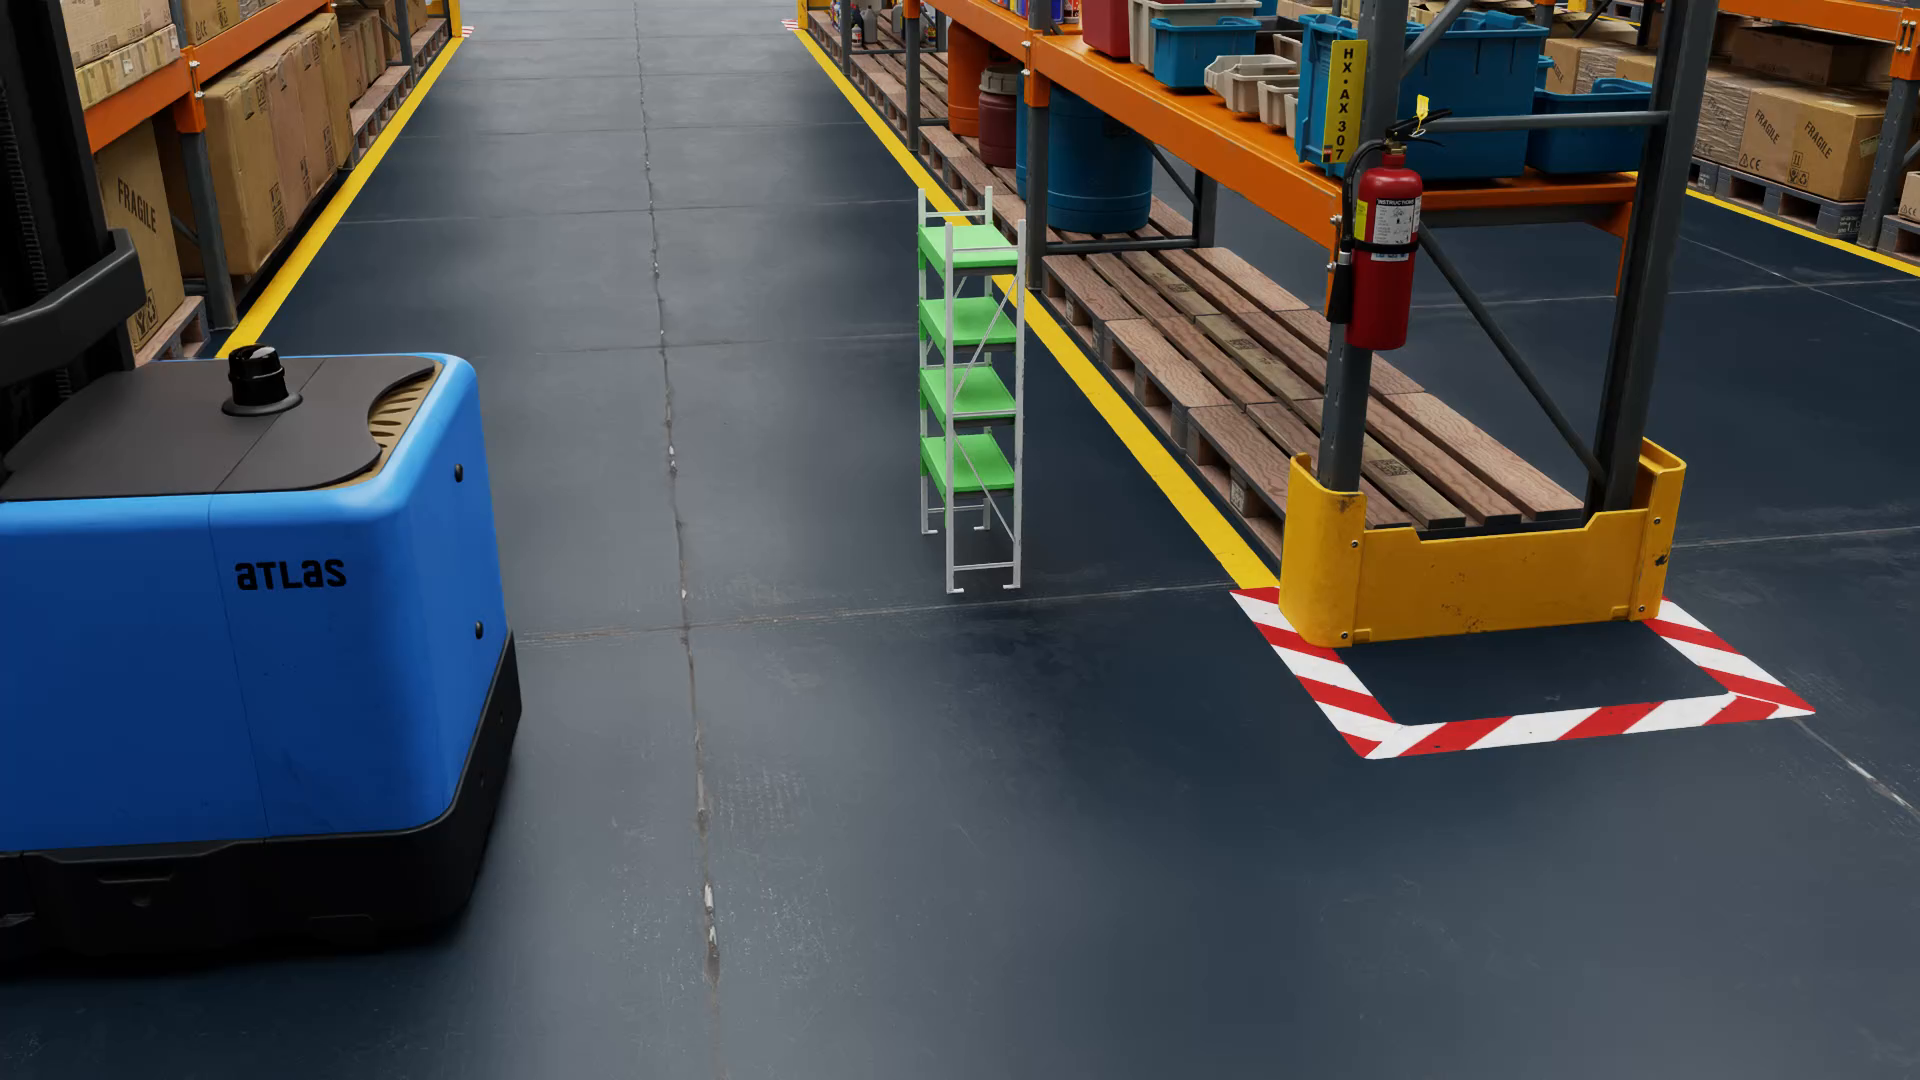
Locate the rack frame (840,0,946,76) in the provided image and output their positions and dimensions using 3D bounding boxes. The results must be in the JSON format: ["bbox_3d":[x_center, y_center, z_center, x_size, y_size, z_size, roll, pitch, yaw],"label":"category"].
[{"bbox_3d":[-0.634,-5.884,15.474,1.000,3.000,0.127,-4,24,-10],"label":"rack frame"}]

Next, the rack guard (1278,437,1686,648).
[{"bbox_3d":[1.602,-0.010,5.148,1.175,0.500,0.348,-4,24,-10],"label":"rack guard"}]

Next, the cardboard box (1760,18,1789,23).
[{"bbox_3d":[8.973,-5.728,18.109,0.380,0.166,0.250,-8,25,-17],"label":"cardboard box"}]

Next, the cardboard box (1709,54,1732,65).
[{"bbox_3d":[5.473,-3.178,11.851,0.500,0.500,0.500,-5,24,-12],"label":"cardboard box"}]

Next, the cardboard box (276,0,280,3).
[{"bbox_3d":[-4.242,-3.413,9.693,0.500,0.500,0.500,-5,24,-11],"label":"cardboard box"}]

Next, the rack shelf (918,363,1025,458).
[{"bbox_3d":[0.031,-0.426,5.386,0.258,0.148,0.480,-4,24,-10],"label":"rack shelf"}]

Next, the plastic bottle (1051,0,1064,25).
[{"bbox_3d":[0.454,-2.811,8.594,0.152,0.276,0.135,-4,24,-10],"label":"plastic bottle"}]

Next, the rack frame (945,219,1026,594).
[{"bbox_3d":[0.076,-0.389,5.141,0.240,1.200,0.015,-4,24,-10],"label":"rack frame"}]

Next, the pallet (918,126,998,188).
[{"bbox_3d":[0.292,-2.726,11.727,1.003,0.211,1.213,-4,24,-10],"label":"pallet"}]

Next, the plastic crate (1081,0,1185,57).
[{"bbox_3d":[0.763,-2.424,7.398,0.402,0.464,0.583,-4,24,-10],"label":"plastic crate"}]

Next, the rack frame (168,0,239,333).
[{"bbox_3d":[-4.023,-2.371,7.430,1.000,3.000,0.127,-4,24,-10],"label":"rack frame"}]

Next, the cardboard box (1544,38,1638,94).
[{"bbox_3d":[4.777,-3.531,12.662,0.500,0.500,0.500,-3,24,-7],"label":"cardboard box"}]

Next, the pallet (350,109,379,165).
[{"bbox_3d":[-4.905,-2.973,12.294,1.003,0.211,1.213,-4,24,-10],"label":"pallet"}]

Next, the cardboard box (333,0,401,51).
[{"bbox_3d":[-5.650,-4.949,15.933,0.500,0.500,0.500,3,24,7],"label":"cardboard box"}]

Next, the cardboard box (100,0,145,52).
[{"bbox_3d":[-3.585,-2.080,6.582,0.500,0.250,0.500,-4,24,-8],"label":"cardboard box"}]

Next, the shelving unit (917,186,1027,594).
[{"bbox_3d":[0.031,-0.485,5.361,0.258,1.200,0.503,-4,24,-10],"label":"shelving unit"}]

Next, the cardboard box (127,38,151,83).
[{"bbox_3d":[-3.549,-1.957,6.798,0.380,0.149,0.250,-5,24,-11],"label":"cardboard box"}]

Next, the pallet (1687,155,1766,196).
[{"bbox_3d":[5.297,-2.622,11.491,1.003,0.211,1.213,-4,24,-10],"label":"pallet"}]

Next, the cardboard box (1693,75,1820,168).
[{"bbox_3d":[5.165,-2.724,10.812,0.500,0.500,0.500,-4,24,-9],"label":"cardboard box"}]

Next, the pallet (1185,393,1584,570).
[{"bbox_3d":[1.470,-0.213,5.974,1.003,0.211,1.213,-4,24,-10],"label":"pallet"}]

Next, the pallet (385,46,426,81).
[{"bbox_3d":[-5.661,-4.501,15.792,1.003,0.211,1.213,-4,24,-10],"label":"pallet"}]

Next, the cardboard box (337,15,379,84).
[{"bbox_3d":[-5.340,-4.141,14.058,0.700,0.500,0.500,-4,24,-10],"label":"cardboard box"}]

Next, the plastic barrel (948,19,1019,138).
[{"bbox_3d":[0.212,-3.317,11.784,0.600,0.830,0.708,-4,24,-10],"label":"plastic barrel"}]

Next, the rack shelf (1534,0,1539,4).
[{"bbox_3d":[4.604,-5.133,14.653,1.077,0.370,4.000,-4,24,-10],"label":"rack shelf"}]

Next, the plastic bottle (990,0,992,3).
[{"bbox_3d":[0.220,-3.216,9.613,0.097,0.201,0.097,0,24,0],"label":"plastic bottle"}]

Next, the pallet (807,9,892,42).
[{"bbox_3d":[-1.169,-5.833,18.842,1.003,0.211,1.213,-4,24,-10],"label":"pallet"}]

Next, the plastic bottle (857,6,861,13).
[{"bbox_3d":[-1.036,-5.293,16.965,0.061,0.283,0.133,-4,24,-10],"label":"plastic bottle"}]

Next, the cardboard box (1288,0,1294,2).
[{"bbox_3d":[3.756,-6.085,17.909,0.500,0.500,0.500,-4,24,-10],"label":"cardboard box"}]

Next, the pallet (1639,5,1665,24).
[{"bbox_3d":[8.714,-6.082,19.411,1.003,0.211,1.213,-4,24,-10],"label":"pallet"}]

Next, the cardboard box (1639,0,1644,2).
[{"bbox_3d":[8.507,-6.657,20.054,0.500,0.311,0.500,-2,24,-5],"label":"cardboard box"}]

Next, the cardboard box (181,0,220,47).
[{"bbox_3d":[-3.862,-2.616,7.867,0.500,0.500,0.500,-4,24,-10],"label":"cardboard box"}]

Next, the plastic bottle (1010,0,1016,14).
[{"bbox_3d":[0.353,-3.052,9.051,0.144,0.351,0.185,-4,24,-10],"label":"plastic bottle"}]

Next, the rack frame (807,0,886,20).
[{"bbox_3d":[-1.374,-7.457,19.077,1.000,3.000,0.127,-4,24,-10],"label":"rack frame"}]

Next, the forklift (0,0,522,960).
[{"bbox_3d":[-2.653,-0.585,3.428,3.031,2.935,1.130,-2,24,-5],"label":"forklift"}]

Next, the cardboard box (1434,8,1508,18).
[{"bbox_3d":[4.442,-4.455,14.414,0.500,0.311,0.500,-4,24,-10],"label":"cardboard box"}]

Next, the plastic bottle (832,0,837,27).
[{"bbox_3d":[-1.321,-5.587,17.639,0.061,0.283,0.133,-4,24,-9],"label":"plastic bottle"}]

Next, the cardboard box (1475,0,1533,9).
[{"bbox_3d":[4.872,-4.702,14.977,0.500,0.311,0.500,-5,24,-10],"label":"cardboard box"}]

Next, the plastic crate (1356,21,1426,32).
[{"bbox_3d":[1.563,-1.872,6.423,0.416,0.233,0.300,-4,24,-10],"label":"plastic crate"}]

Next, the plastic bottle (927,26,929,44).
[{"bbox_3d":[-0.281,-5.001,16.399,0.097,0.201,0.097,0,24,0],"label":"plastic bottle"}]

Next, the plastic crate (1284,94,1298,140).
[{"bbox_3d":[1.256,-1.378,5.411,0.396,0.136,0.243,-4,24,-10],"label":"plastic crate"}]

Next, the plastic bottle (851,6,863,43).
[{"bbox_3d":[-1.037,-5.103,16.447,0.144,0.351,0.185,-5,24,-11],"label":"plastic bottle"}]

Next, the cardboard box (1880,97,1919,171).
[{"bbox_3d":[5.864,-2.367,9.994,0.500,0.500,0.500,-5,24,-12],"label":"cardboard box"}]

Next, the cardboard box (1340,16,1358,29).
[{"bbox_3d":[4.065,-5.004,16.371,0.500,0.250,0.500,-5,24,-11],"label":"cardboard box"}]

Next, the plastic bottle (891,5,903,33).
[{"bbox_3d":[-0.630,-5.406,17.234,0.152,0.276,0.135,-4,24,-10],"label":"plastic bottle"}]

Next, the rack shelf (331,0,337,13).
[{"bbox_3d":[-5.132,-4.401,12.978,1.077,0.370,4.000,-4,24,-10],"label":"rack shelf"}]

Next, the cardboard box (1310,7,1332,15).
[{"bbox_3d":[3.934,-5.348,17.157,0.500,0.250,0.500,-4,24,-10],"label":"cardboard box"}]

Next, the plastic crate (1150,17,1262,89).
[{"bbox_3d":[0.953,-1.903,6.494,0.416,0.233,0.300,-4,24,-10],"label":"plastic crate"}]

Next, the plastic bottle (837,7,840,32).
[{"bbox_3d":[-1.226,-5.418,17.268,0.097,0.271,0.097,0,24,0],"label":"plastic bottle"}]

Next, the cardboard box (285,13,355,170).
[{"bbox_3d":[-4.655,-2.890,10.749,1.225,0.875,0.875,-5,24,-12],"label":"cardboard box"}]

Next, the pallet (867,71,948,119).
[{"bbox_3d":[-0.222,-3.819,14.230,1.003,0.211,1.213,-4,24,-10],"label":"pallet"}]
